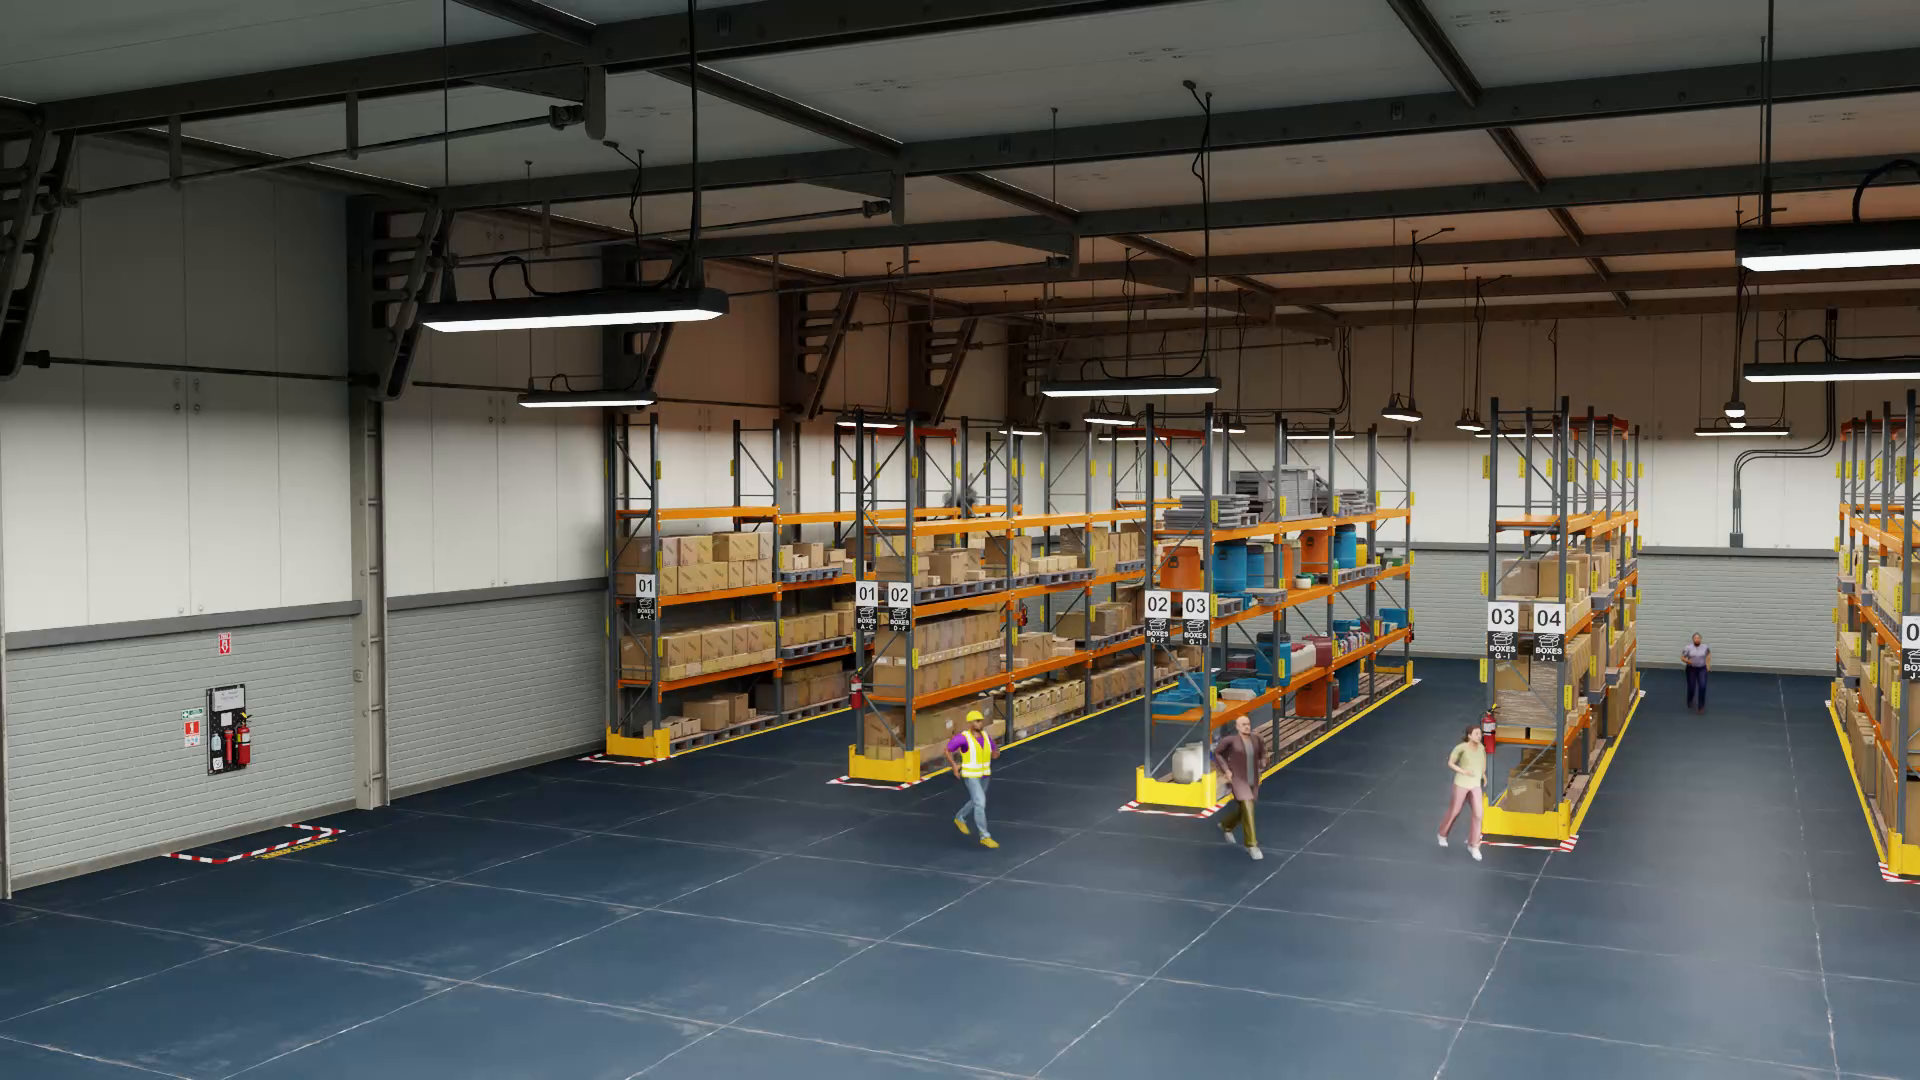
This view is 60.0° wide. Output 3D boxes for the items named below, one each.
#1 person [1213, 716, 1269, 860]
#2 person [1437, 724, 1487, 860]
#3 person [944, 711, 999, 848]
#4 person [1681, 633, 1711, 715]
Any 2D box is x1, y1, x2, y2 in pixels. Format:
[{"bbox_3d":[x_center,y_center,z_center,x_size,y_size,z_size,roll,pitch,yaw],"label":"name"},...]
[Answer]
[{"bbox_3d":[3.712,3.192,21.772,0.688,1.801,0.988,-1,3,-27],"label":"person"},{"bbox_3d":[6.661,3.248,21.736,0.619,1.702,0.847,0,2,-12],"label":"person"},{"bbox_3d":[0.215,3.154,22.207,0.700,1.757,0.985,-2,3,-43],"label":"person"},{"bbox_3d":[15.215,2.738,34.387,0.580,1.665,0.907,1,3,20],"label":"person"}]
